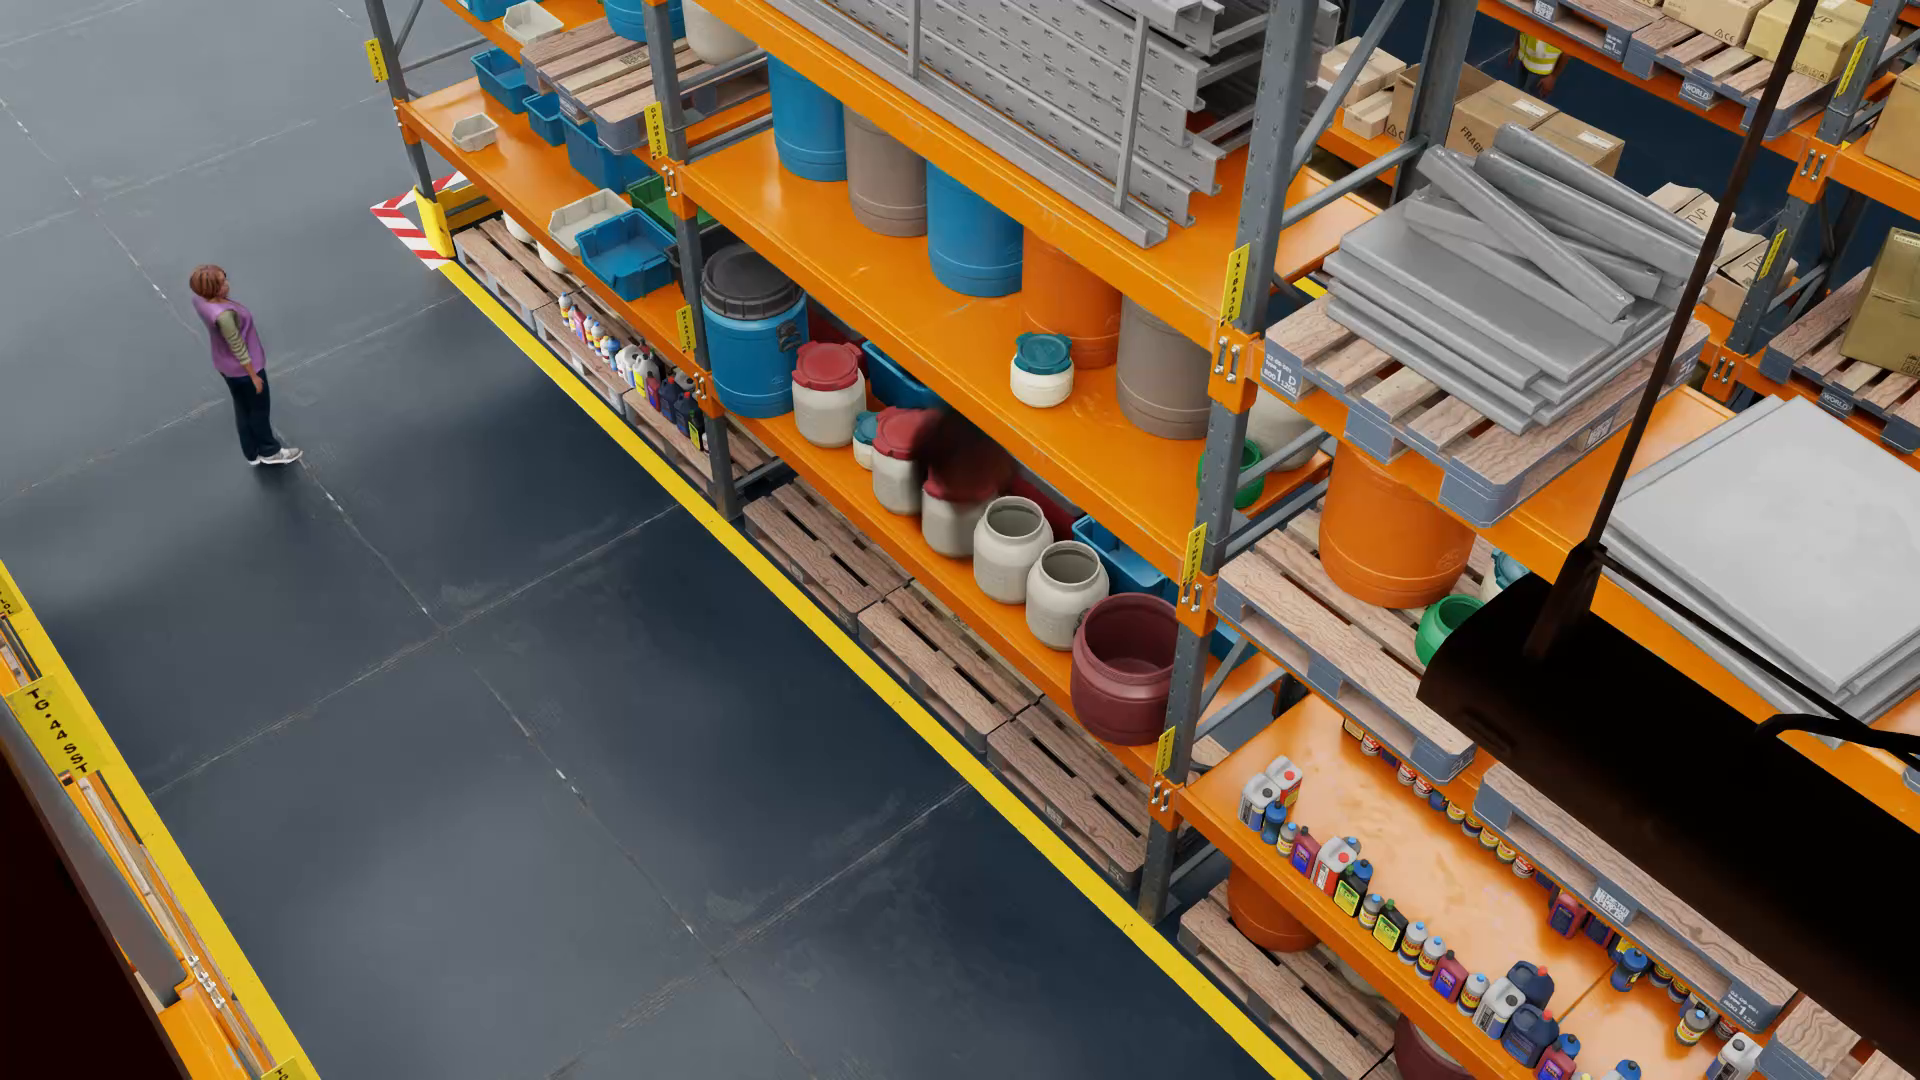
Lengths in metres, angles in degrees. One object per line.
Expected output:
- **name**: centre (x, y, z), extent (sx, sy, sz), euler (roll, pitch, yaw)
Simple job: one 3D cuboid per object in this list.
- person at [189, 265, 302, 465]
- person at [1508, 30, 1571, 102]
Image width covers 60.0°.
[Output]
- **person**: centre (-4.789, -1.152, 10.982), extent (0.499, 1.622, 0.385), euler (28, 52, 24)
- **person**: centre (4.645, -3.832, 13.399), extent (0.382, 1.784, 0.615), euler (-6, 47, -5)
